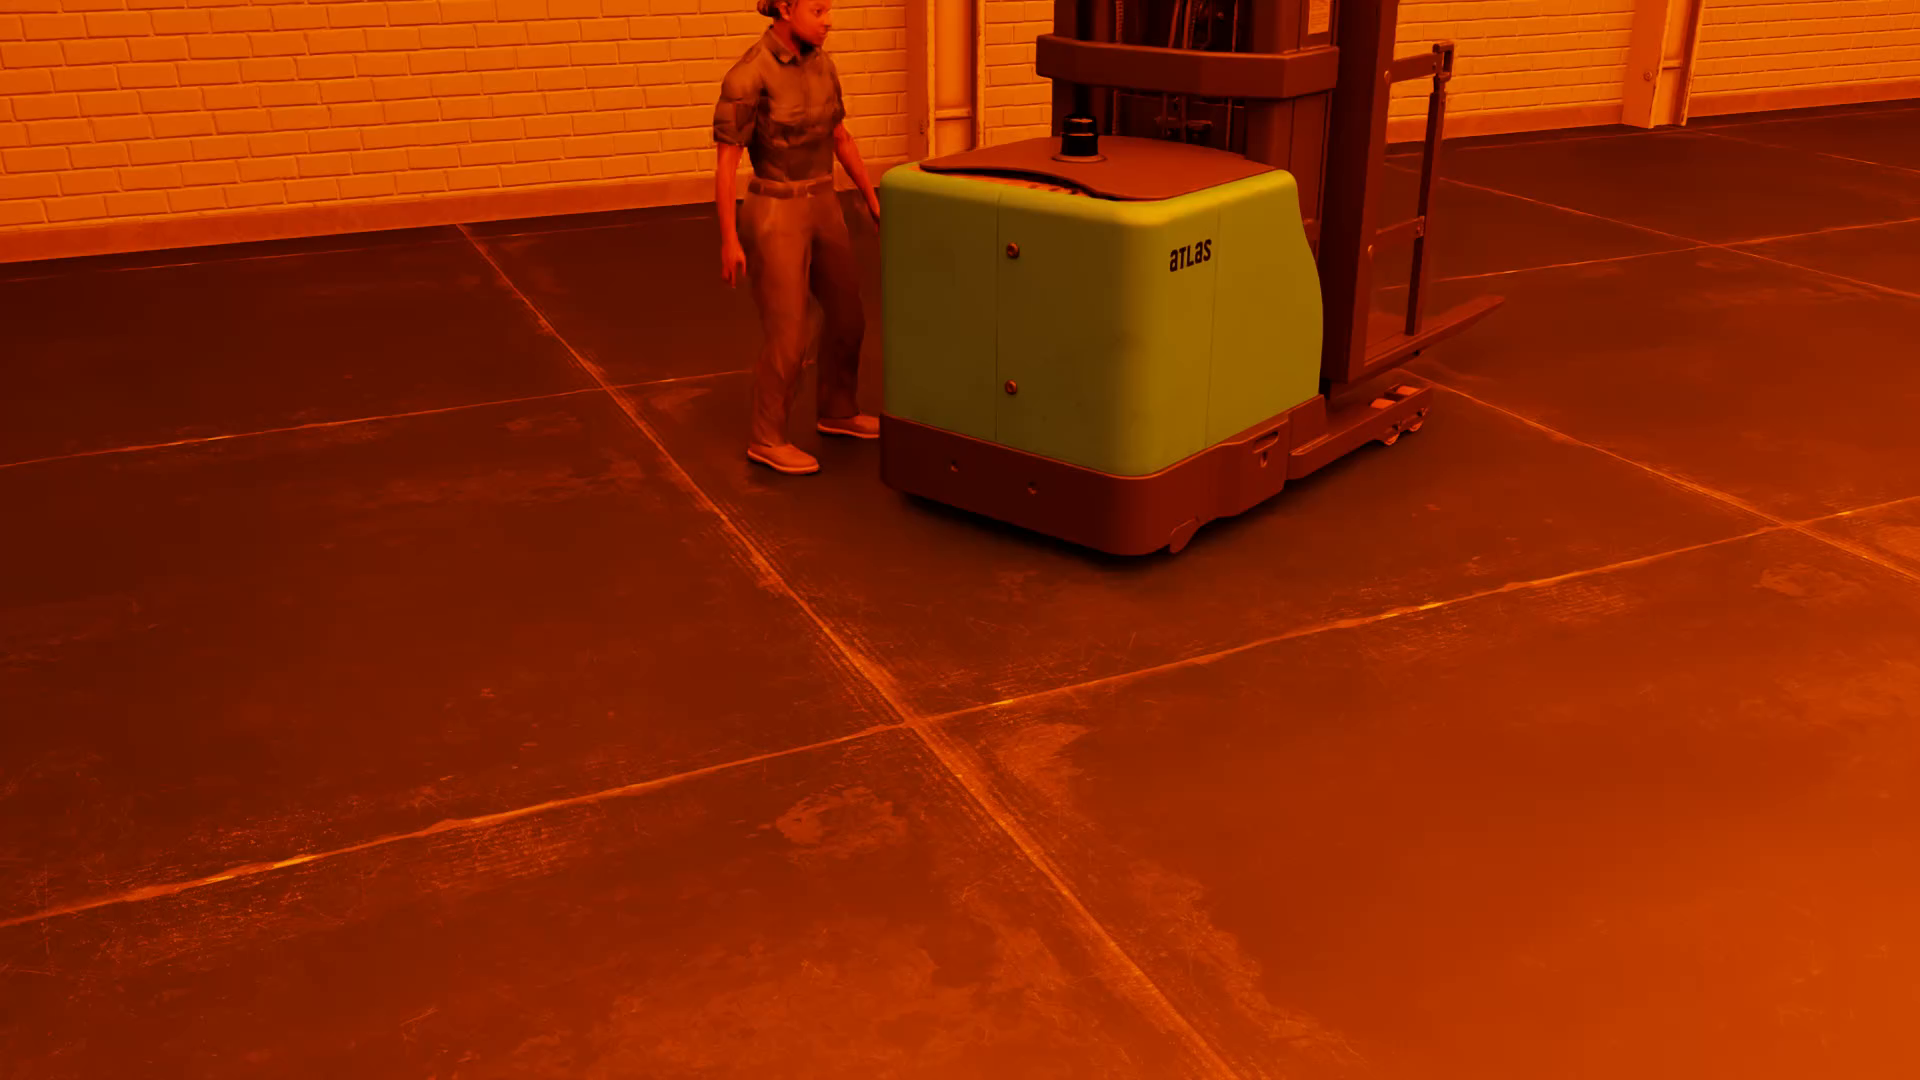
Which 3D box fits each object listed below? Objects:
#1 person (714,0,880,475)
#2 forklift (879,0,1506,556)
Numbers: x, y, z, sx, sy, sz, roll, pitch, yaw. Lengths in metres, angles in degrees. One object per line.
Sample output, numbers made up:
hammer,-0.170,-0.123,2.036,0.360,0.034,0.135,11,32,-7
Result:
person,-0.522,-1.053,5.515,0.316,1.636,0.714,17,28,35
forklift,1.068,-1.799,5.617,1.130,2.935,3.031,18,28,36
